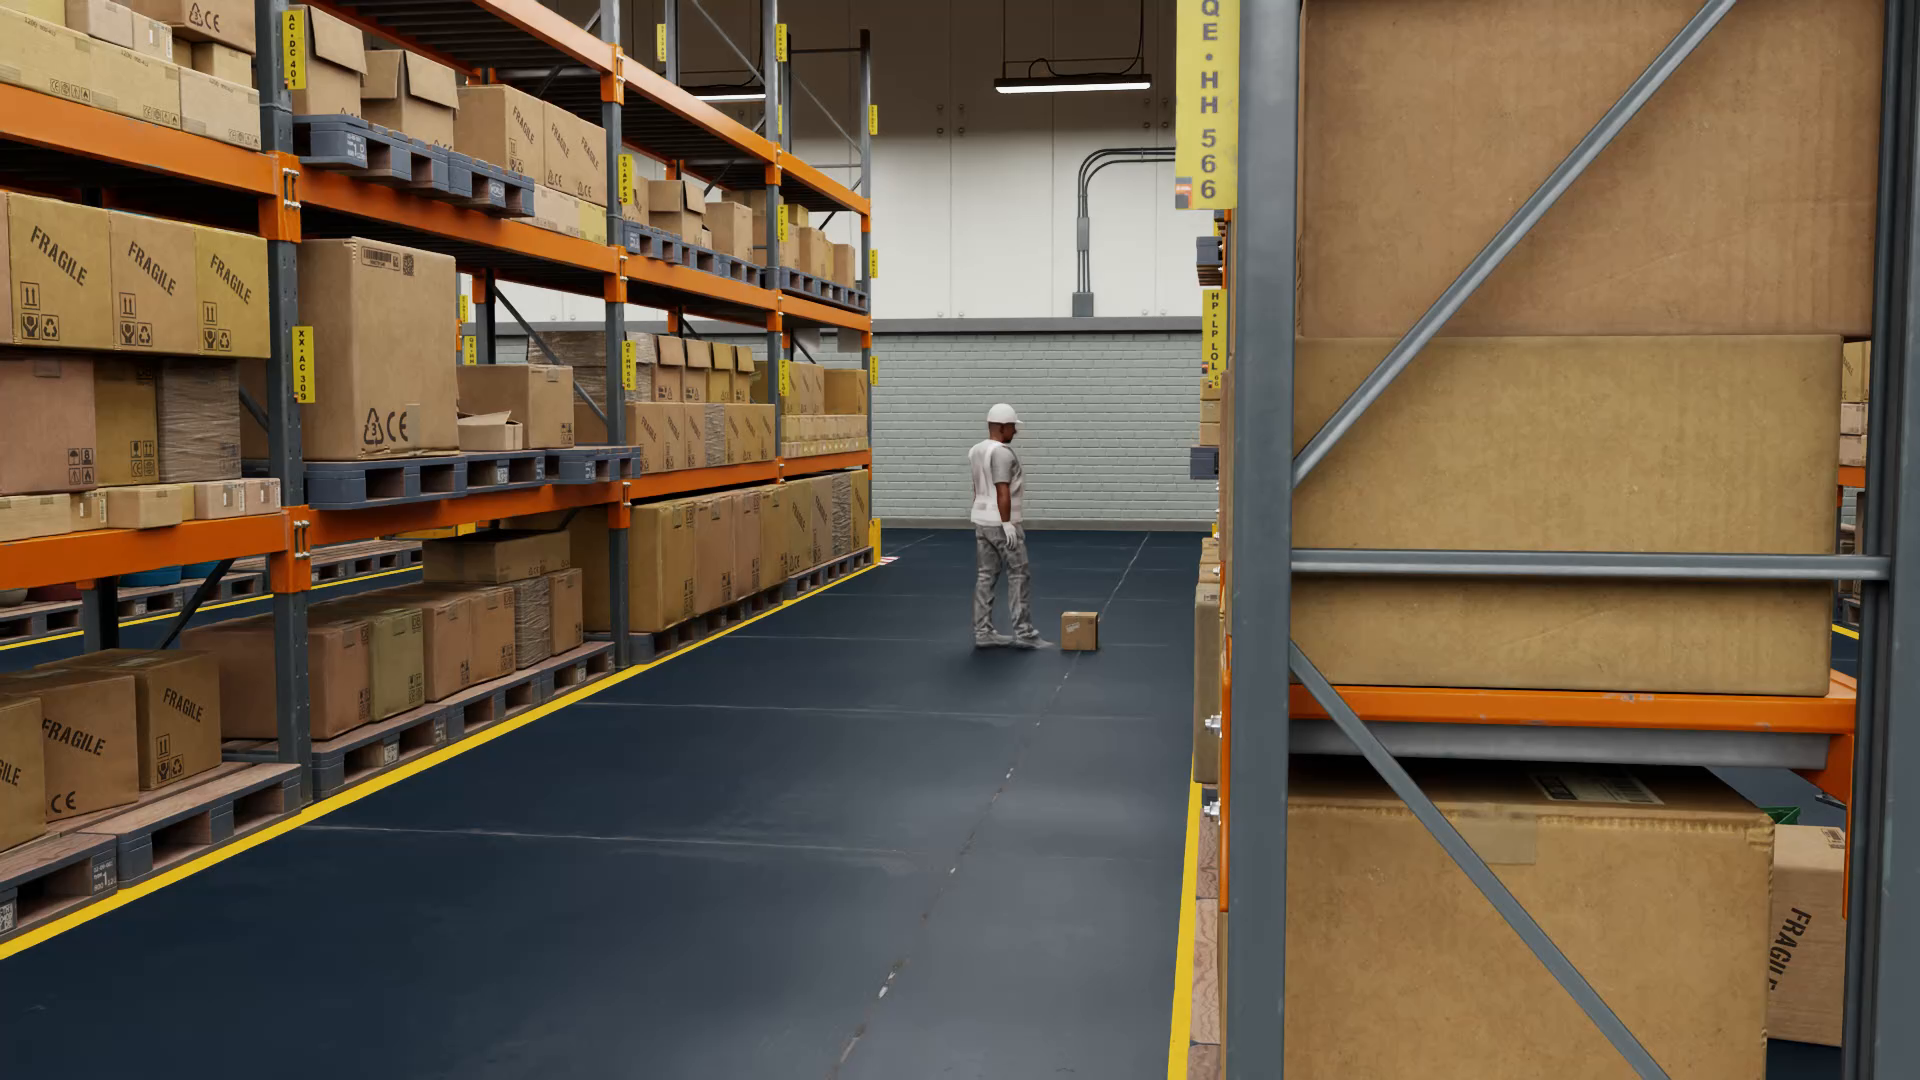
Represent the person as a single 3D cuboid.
[{"bbox_3d":[0.370,-0.099,12.266,0.566,1.808,0.586,-2,5,-26],"label":"person"}]
